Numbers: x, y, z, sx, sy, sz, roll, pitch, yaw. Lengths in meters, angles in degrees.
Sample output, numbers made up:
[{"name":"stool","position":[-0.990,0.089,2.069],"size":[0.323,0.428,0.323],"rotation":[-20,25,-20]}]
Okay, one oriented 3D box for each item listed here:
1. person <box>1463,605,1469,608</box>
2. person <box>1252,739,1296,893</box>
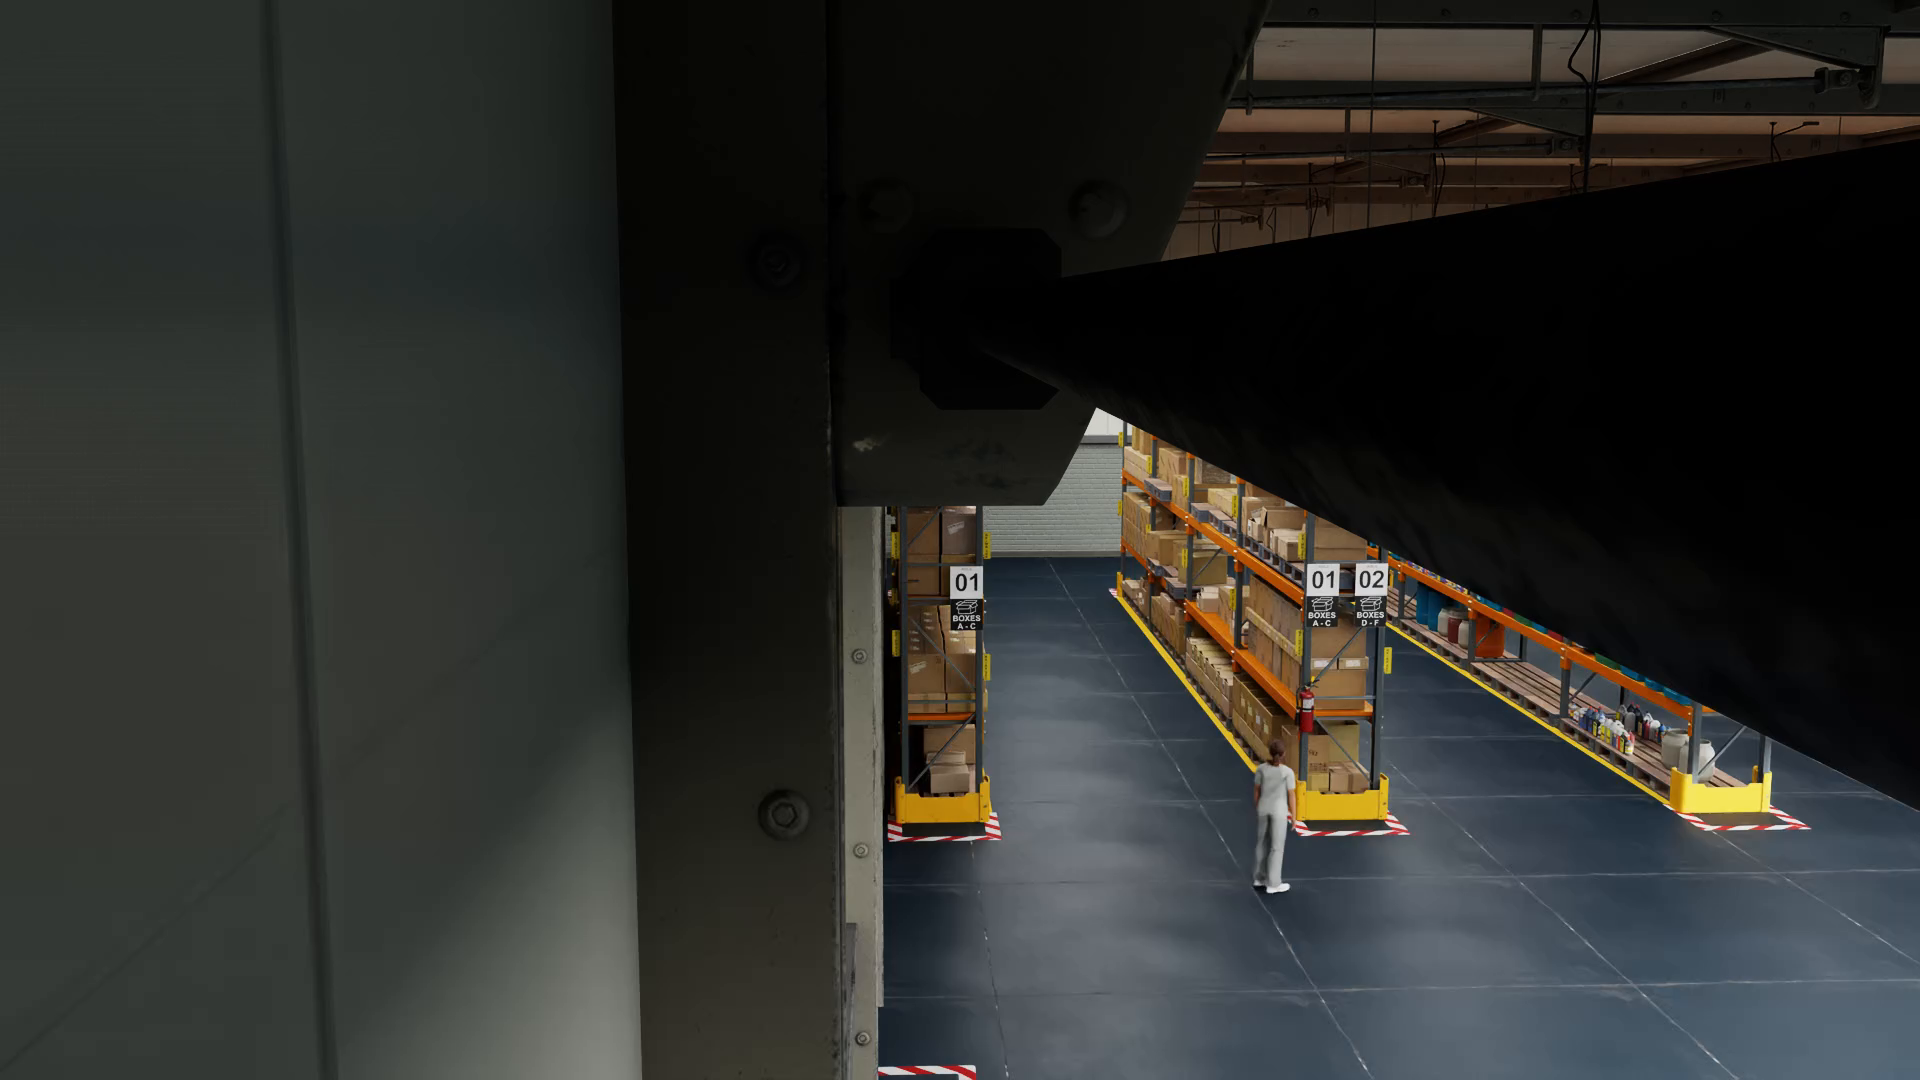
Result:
[{"name":"person","position":[10.520,0.815,33.450],"size":[0.619,1.689,0.989],"rotation":[-2,8,-11]},{"name":"person","position":[3.428,2.986,18.062],"size":[0.484,1.695,0.413],"rotation":[5,9,31]}]
